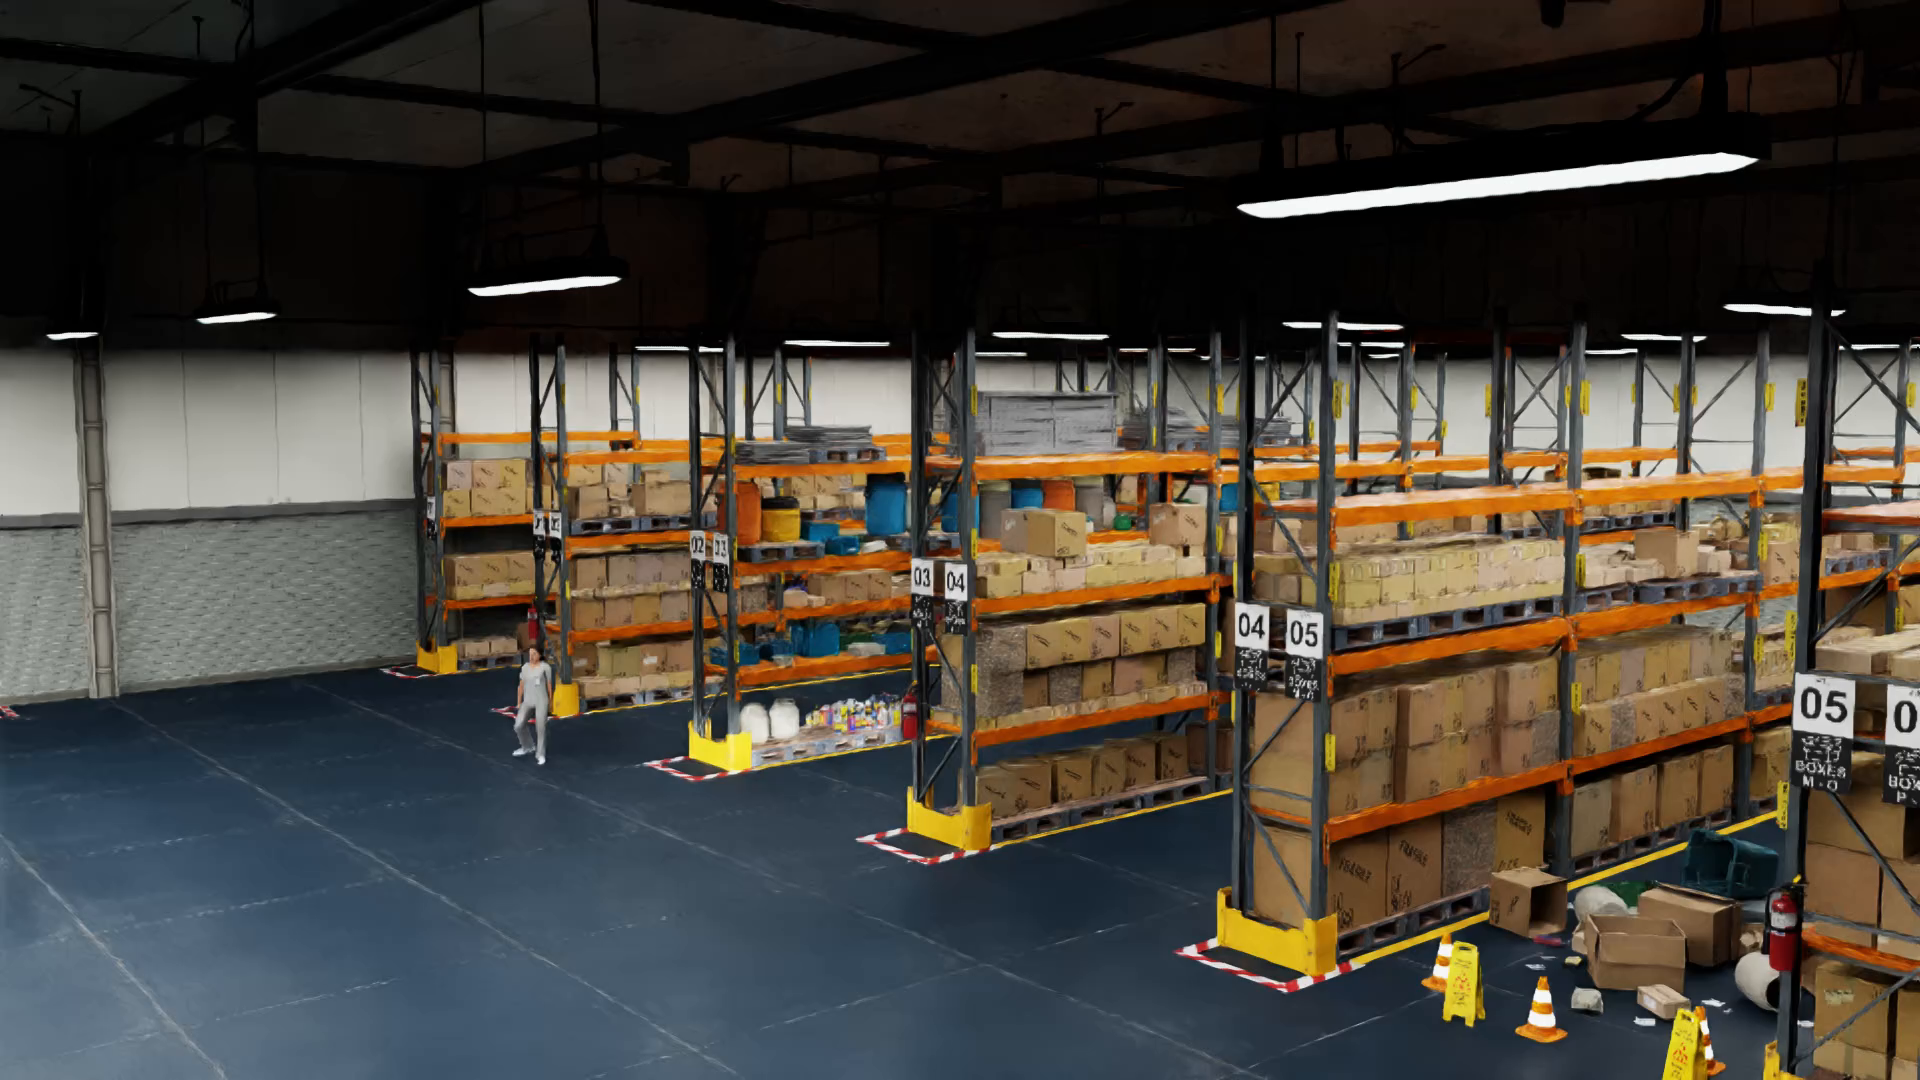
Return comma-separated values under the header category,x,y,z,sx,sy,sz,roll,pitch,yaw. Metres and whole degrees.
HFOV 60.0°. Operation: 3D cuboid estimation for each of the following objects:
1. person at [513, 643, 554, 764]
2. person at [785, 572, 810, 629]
category,x,y,z,sx,sy,sz,roll,pitch,yaw
person,-5.895,2.224,22.850,0.642,1.664,0.497,1,5,9
person,-3.085,1.421,31.429,0.497,1.661,0.468,-1,5,-9
